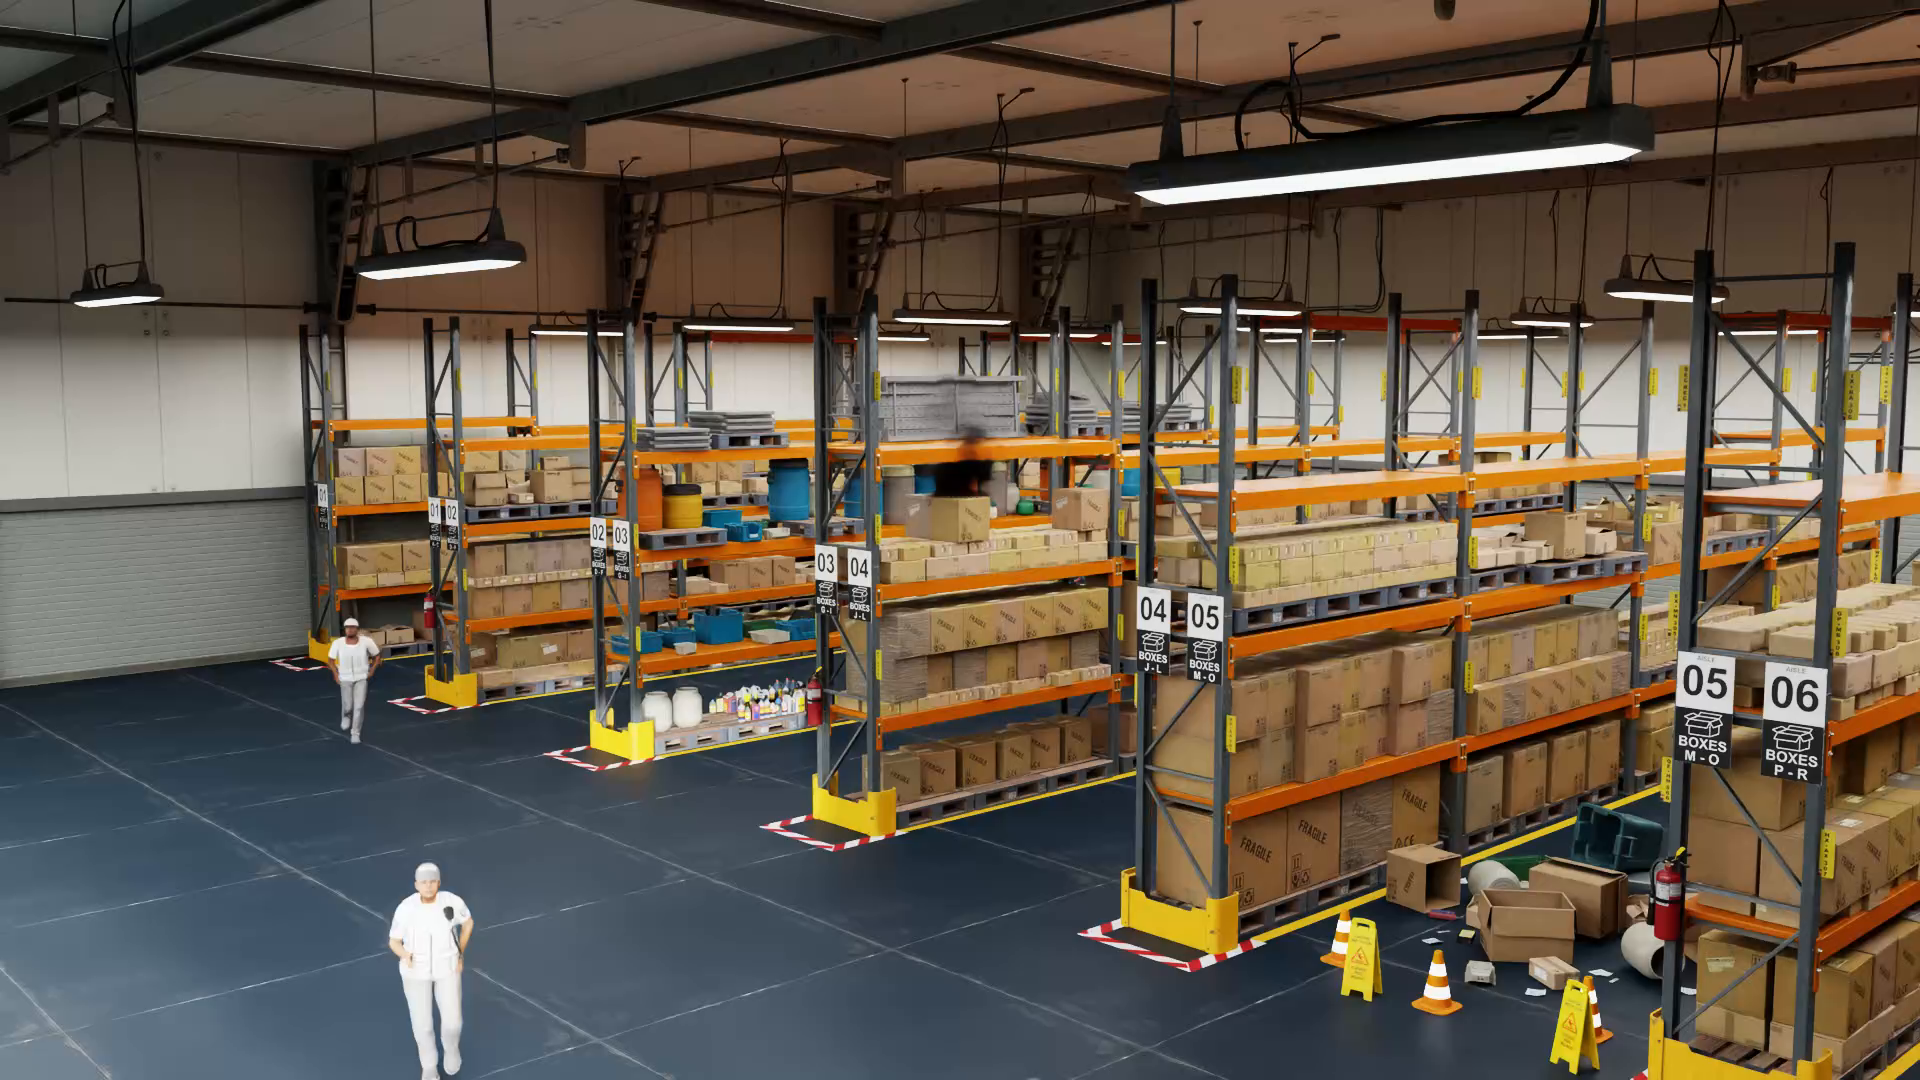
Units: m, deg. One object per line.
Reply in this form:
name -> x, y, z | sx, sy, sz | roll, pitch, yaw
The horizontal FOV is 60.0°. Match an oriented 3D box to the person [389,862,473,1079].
person -> -3.807, 3.143, 12.003 | 0.582, 1.623, 0.556 | -2, 6, -18

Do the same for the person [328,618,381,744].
person -> -8.503, 1.953, 23.391 | 0.701, 1.744, 0.695 | -2, 6, -16
